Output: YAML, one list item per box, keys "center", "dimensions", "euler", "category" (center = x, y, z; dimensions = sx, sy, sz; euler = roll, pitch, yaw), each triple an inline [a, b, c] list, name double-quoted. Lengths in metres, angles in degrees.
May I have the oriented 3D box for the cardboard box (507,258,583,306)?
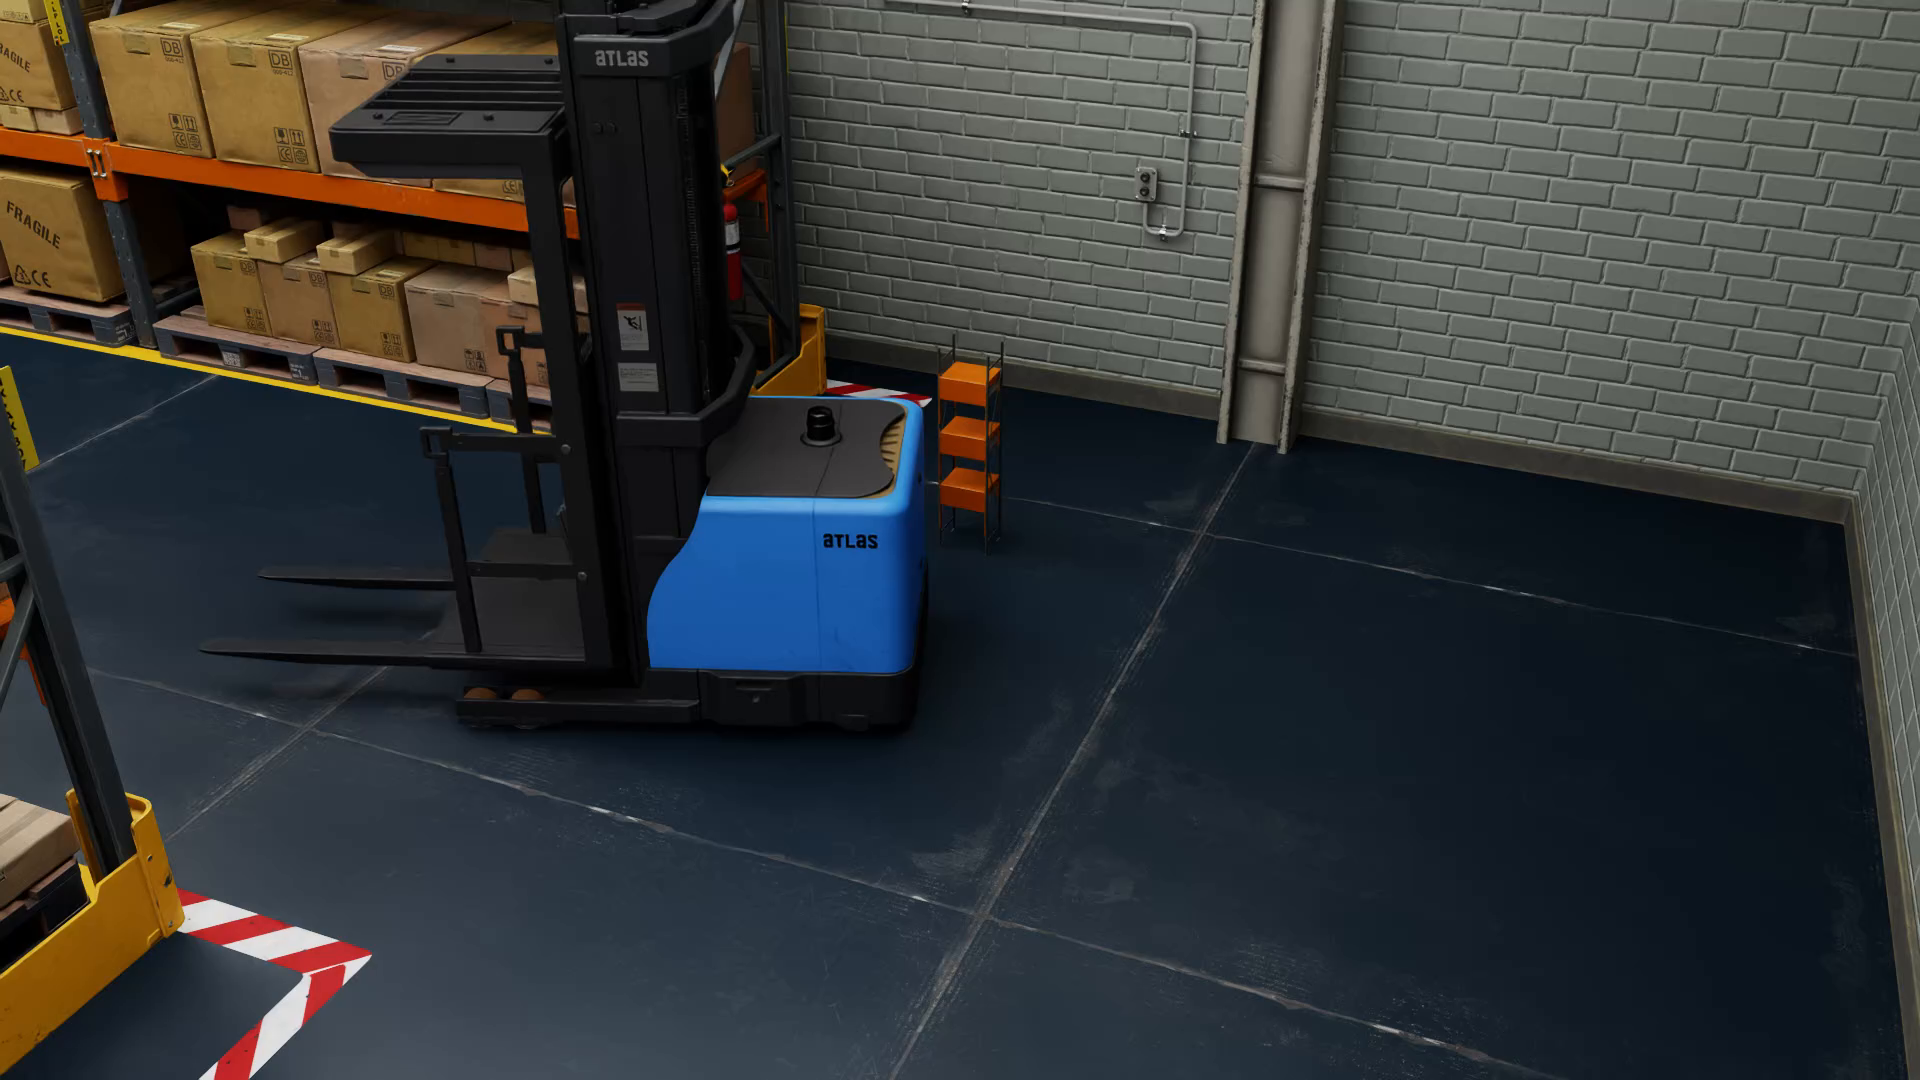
- center: [-2.278, -1.434, 9.193]
  dimensions: [0.250, 0.149, 0.380]
  euler: [12, 32, 20]
  category: "cardboard box"

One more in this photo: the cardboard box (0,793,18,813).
- center: [-3.516, 1.035, 5.802]
  dimensions: [0.250, 0.166, 0.380]
  euler: [11, 31, 19]
  category: "cardboard box"

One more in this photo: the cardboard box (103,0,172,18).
- center: [-5.205, -3.107, 10.275]
  dimensions: [0.500, 0.500, 0.500]
  euler: [10, 31, 17]
  category: "cardboard box"

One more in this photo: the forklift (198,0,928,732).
- center: [-1.677, -0.752, 6.601]
  dimensions: [3.031, 2.935, 1.130]
  euler: [1, 30, 2]
  category: "forklift"

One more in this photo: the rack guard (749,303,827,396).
- center: [-1.145, -0.893, 9.321]
  dimensions: [0.348, 0.500, 1.175]
  euler: [11, 31, 19]
  category: "rack guard"

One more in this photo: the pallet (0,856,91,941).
- center: [-3.835, 1.327, 5.688]
  dimensions: [1.213, 0.211, 1.003]
  euler: [11, 31, 19]
  category: "pallet"

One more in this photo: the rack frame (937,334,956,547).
- center: [-0.063, -0.470, 8.014]
  dimensions: [0.008, 1.050, 0.200]
  euler: [11, 31, 19]
  category: "rack frame"

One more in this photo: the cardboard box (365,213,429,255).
- center: [-3.312, -1.843, 9.916]
  dimensions: [0.250, 0.149, 0.380]
  euler: [12, 31, 20]
  category: "cardboard box"

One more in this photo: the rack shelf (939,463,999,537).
- center: [0.050, -0.196, 8.116]
  dimensions: [0.240, 0.259, 0.215]
  euler: [11, 31, 19]
  category: "rack shelf"

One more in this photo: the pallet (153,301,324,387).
- center: [-4.198, -1.335, 10.398]
  dimensions: [1.213, 0.211, 1.003]
  euler: [11, 31, 19]
  category: "pallet"

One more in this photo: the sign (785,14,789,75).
- center: [-0.953, -2.649, 8.927]
  dimensions: [0.005, 0.325, 0.100]
  euler: [11, 31, 19]
  category: "sign"

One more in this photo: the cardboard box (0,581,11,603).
- center: [-3.338, 0.028, 5.050]
  dimensions: [0.500, 0.500, 0.500]
  euler: [12, 32, 20]
  category: "cardboard box"

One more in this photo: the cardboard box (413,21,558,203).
- center: [-2.322, -2.335, 9.028]
  dimensions: [0.700, 0.700, 0.980]
  euler: [11, 31, 19]
  category: "cardboard box"

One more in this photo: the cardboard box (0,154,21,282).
- center: [-6.349, -2.196, 10.846]
  dimensions: [0.750, 0.750, 0.750]
  euler: [12, 32, 21]
  category: "cardboard box"

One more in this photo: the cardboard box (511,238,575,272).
- center: [-2.364, -1.654, 9.583]
  dimensions: [0.250, 0.149, 0.380]
  euler: [12, 31, 20]
  category: "cardboard box"

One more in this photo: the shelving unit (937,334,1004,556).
- center: [0.050, -0.447, 7.974]
  dimensions: [0.252, 1.050, 0.215]
  euler: [11, 31, 19]
  category: "shelving unit"

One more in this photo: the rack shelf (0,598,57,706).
- center: [-4.879, 0.217, 5.549]
  dimensions: [4.000, 0.370, 1.077]
  euler: [11, 31, 19]
  category: "rack shelf"

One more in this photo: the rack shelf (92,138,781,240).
- center: [-3.020, -2.042, 9.546]
  dimensions: [4.000, 0.370, 1.077]
  euler: [11, 31, 19]
  category: "rack shelf"

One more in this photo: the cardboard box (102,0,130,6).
- center: [-5.202, -3.438, 10.097]
  dimensions: [0.500, 0.250, 0.500]
  euler: [12, 32, 21]
  category: "cardboard box"

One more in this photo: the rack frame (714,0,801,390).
- center: [-1.167, -1.985, 8.714]
  dimensions: [0.127, 3.000, 1.000]
  euler: [11, 31, 19]
  category: "rack frame"

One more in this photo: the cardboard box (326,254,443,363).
- center: [-3.280, -1.445, 9.871]
  dimensions: [0.500, 0.500, 0.700]
  euler: [12, 32, 20]
  category: "cardboard box"

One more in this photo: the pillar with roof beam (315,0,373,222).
- center: [-5.518, -3.639, 5.543]
  dimensions: [0.400, 9.000, 9.100]
  euler: [11, 31, 19]
  category: "pillar with roof beam"

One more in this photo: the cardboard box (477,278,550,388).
- center: [-2.317, -1.256, 9.538]
  dimensions: [0.500, 0.500, 0.700]
  euler: [11, 31, 19]
  category: "cardboard box"

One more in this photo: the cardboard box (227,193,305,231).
- center: [-4.279, -2.035, 10.256]
  dimensions: [0.250, 0.149, 0.380]
  euler: [11, 31, 19]
  category: "cardboard box"

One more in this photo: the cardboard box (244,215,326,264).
- center: [-3.970, -1.771, 9.789]
  dimensions: [0.250, 0.149, 0.380]
  euler: [12, 32, 21]
  category: "cardboard box"

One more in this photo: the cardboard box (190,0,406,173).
- center: [-3.703, -2.611, 9.516]
  dimensions: [0.700, 0.700, 0.980]
  euler: [10, 31, 18]
  category: "cardboard box"

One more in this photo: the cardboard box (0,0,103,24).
- center: [-5.402, -3.203, 9.683]
  dimensions: [0.500, 0.250, 0.500]
  euler: [12, 32, 20]
  category: "cardboard box"

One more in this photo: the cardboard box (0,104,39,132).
- center: [-5.536, -2.594, 10.026]
  dimensions: [0.250, 0.149, 0.380]
  euler: [12, 32, 20]
  category: "cardboard box"

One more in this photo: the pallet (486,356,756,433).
- center: [-1.937, -0.884, 9.599]
  dimensions: [1.213, 0.211, 1.003]
  euler: [11, 31, 19]
  category: "pallet"

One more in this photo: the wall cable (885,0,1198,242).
- center: [0.375, -2.622, 8.808]
  dimensions: [1.851, 1.984, 0.084]
  euler: [11, 31, 19]
  category: "wall cable"

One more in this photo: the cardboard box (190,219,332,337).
- center: [-4.219, -1.635, 10.208]
  dimensions: [0.500, 0.500, 0.700]
  euler: [12, 32, 20]
  category: "cardboard box"

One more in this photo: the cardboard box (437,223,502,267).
- center: [-2.838, -1.748, 9.749]
  dimensions: [0.250, 0.149, 0.380]
  euler: [12, 31, 20]
  category: "cardboard box"
